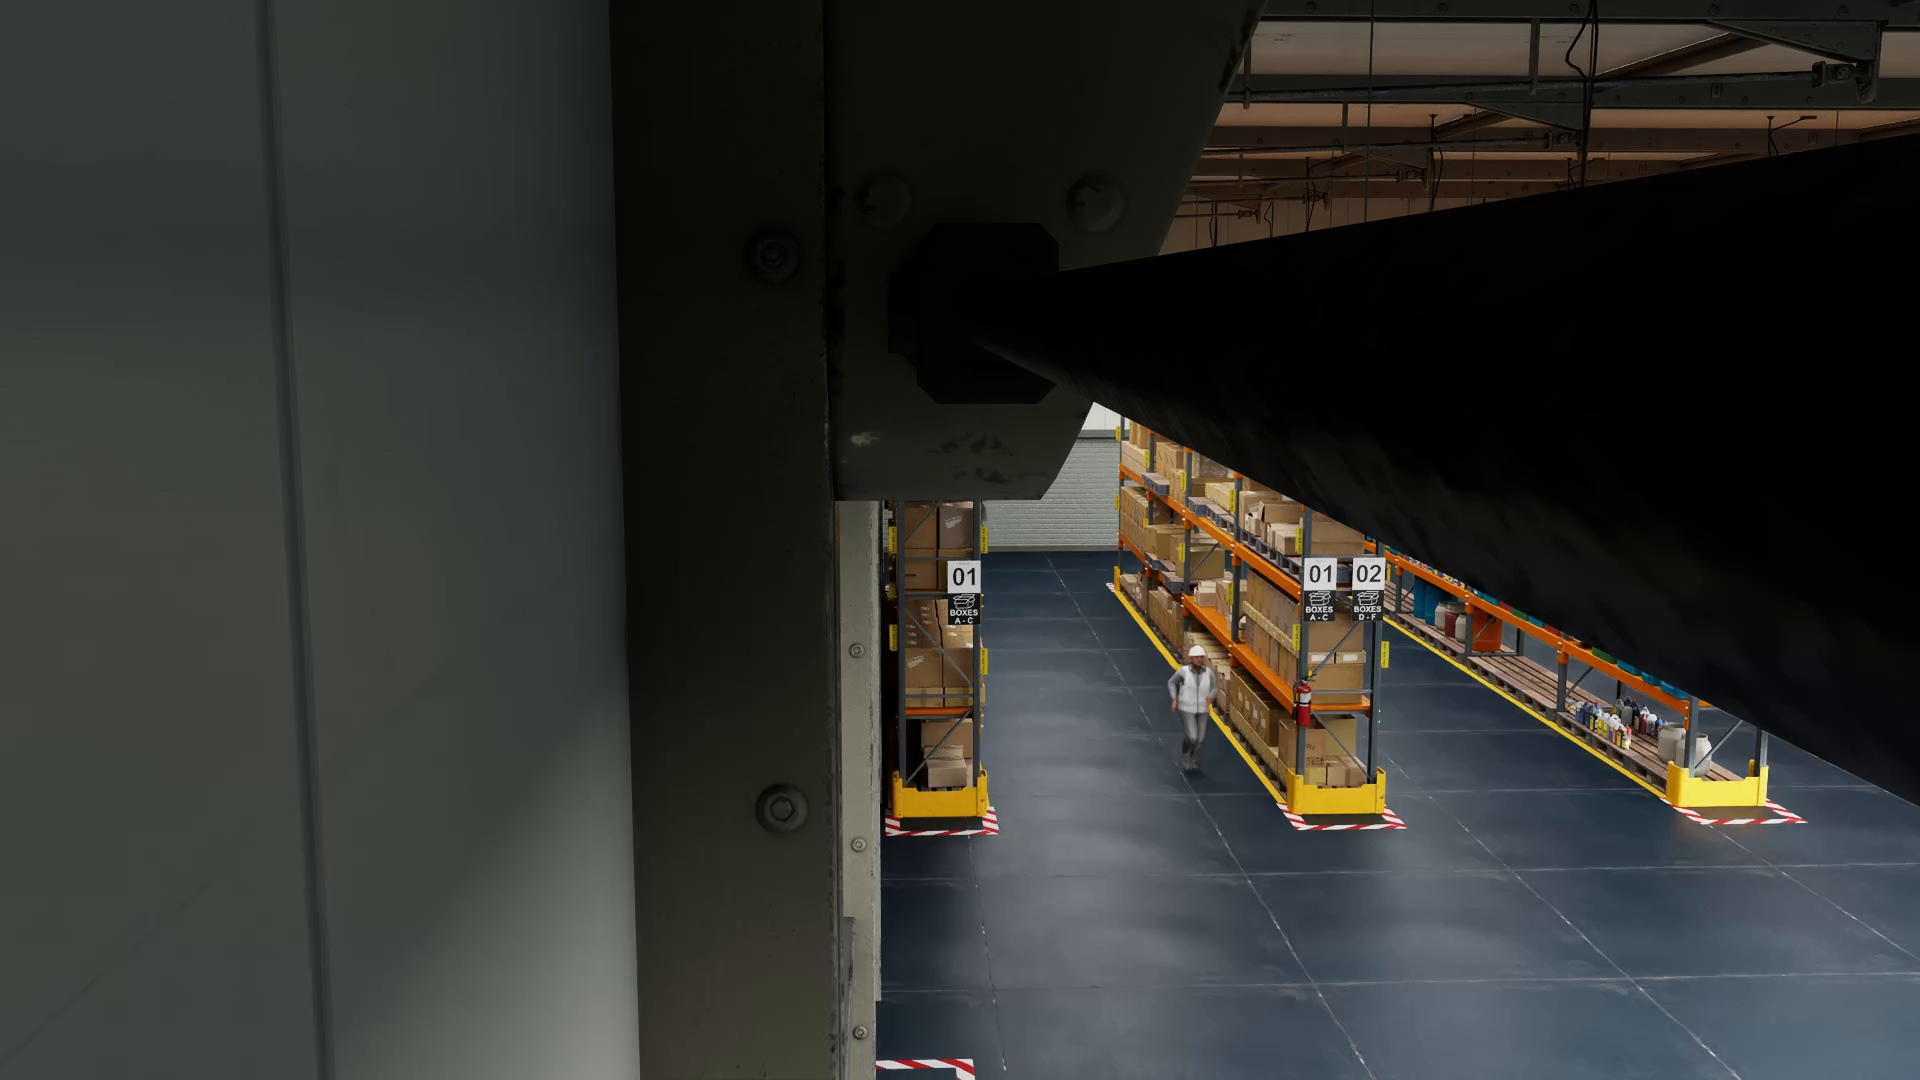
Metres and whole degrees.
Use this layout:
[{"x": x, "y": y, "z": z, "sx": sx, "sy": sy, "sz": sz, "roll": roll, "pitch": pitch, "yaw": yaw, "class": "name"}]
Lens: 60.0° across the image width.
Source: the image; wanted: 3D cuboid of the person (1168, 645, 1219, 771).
[{"x": 3.141, "y": 2.265, "z": 22.262, "sx": 0.622, "sy": 1.728, "sz": 0.733, "roll": -1, "pitch": 8, "yaw": -9, "class": "person"}]
